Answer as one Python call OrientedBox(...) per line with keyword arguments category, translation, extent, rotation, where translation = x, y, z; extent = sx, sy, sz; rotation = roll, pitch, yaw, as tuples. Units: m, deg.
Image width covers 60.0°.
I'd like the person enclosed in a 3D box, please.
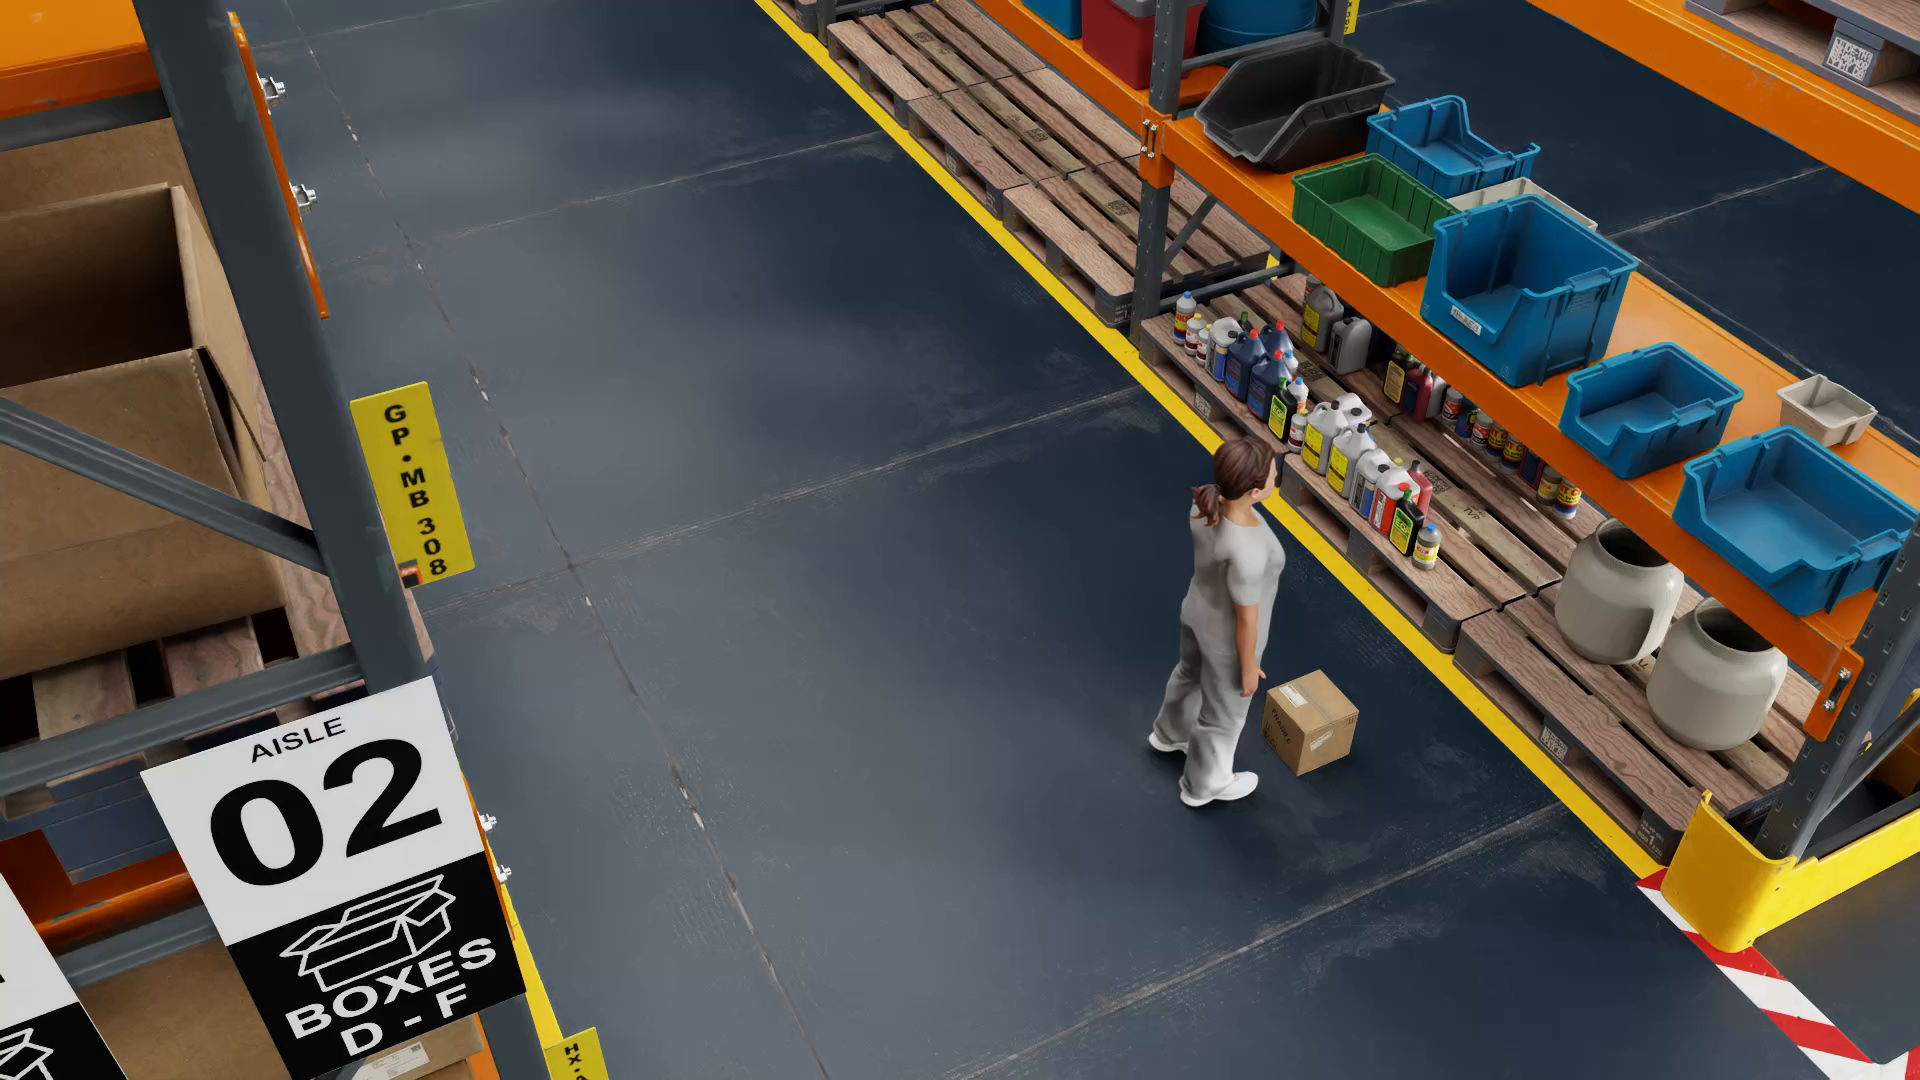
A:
OrientedBox(category="person", translation=(0.922, 0.307, 5.823), extent=(0.394, 1.702, 0.525), rotation=(-12, 43, -13))
